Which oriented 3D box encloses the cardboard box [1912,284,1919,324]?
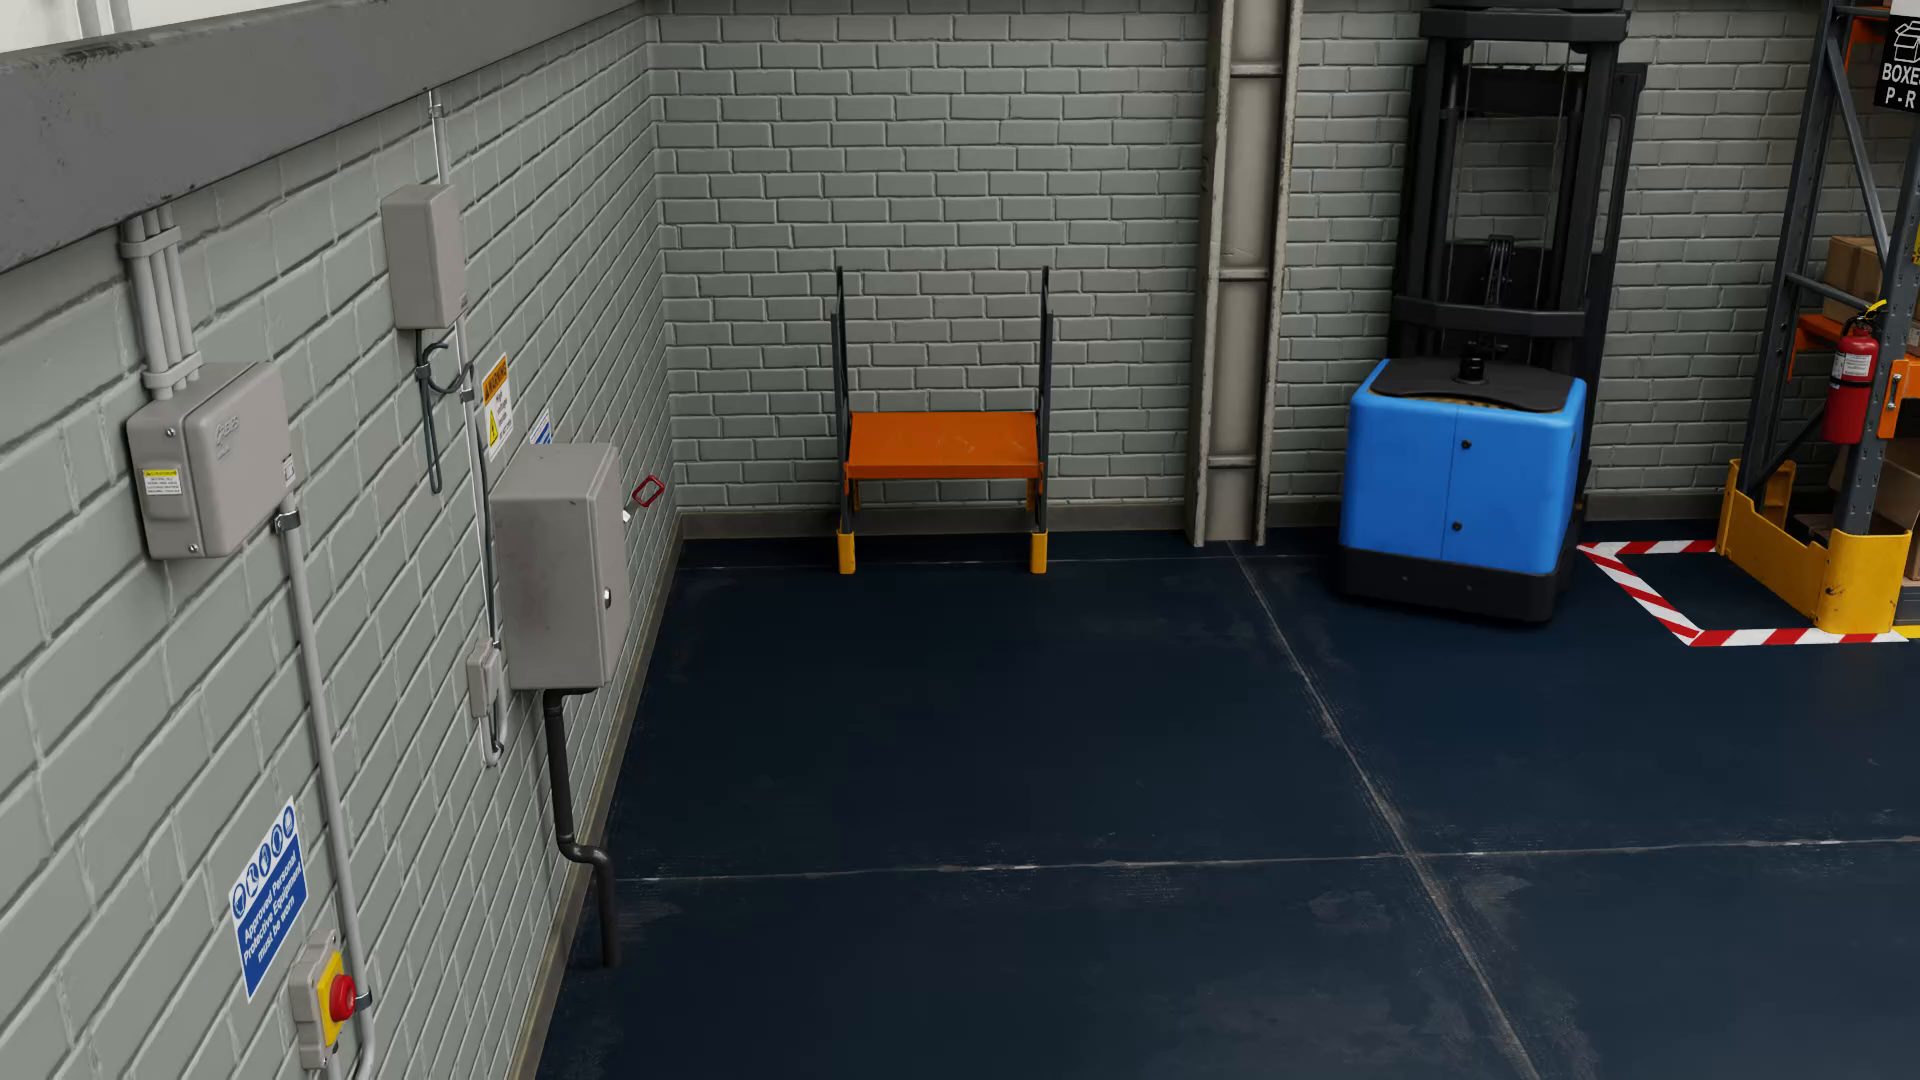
[{"bbox_3d":[4.667,-1.141,7.695,0.500,0.250,0.500,-1,21,-3],"label":"cardboard box"}]

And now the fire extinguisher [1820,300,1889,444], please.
[{"bbox_3d":[4.078,-0.781,7.589,0.183,0.674,0.296,-1,21,-3],"label":"fire extinguisher"}]

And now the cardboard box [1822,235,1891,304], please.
[{"bbox_3d":[4.643,-1.331,8.194,0.500,0.250,0.500,-1,21,-1],"label":"cardboard box"}]

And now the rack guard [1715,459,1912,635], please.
[{"bbox_3d":[4.275,0.008,8.397,0.348,0.500,1.175,-1,21,-3],"label":"rack guard"}]

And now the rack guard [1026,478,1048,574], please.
[{"bbox_3d":[0.406,-0.099,8.819,0.087,0.250,0.587,0,36,0],"label":"rack guard"}]

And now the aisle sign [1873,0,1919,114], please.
[{"bbox_3d":[4.147,-2.268,7.208,0.004,0.787,0.394,-1,21,-3],"label":"aisle sign"}]

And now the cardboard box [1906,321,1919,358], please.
[{"bbox_3d":[4.543,-0.950,7.754,0.250,0.149,0.380,-1,21,-3],"label":"cardboard box"}]

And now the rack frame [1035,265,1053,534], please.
[{"bbox_3d":[0.424,-0.604,8.451,0.032,1.500,0.500,0,36,0],"label":"rack frame"}]

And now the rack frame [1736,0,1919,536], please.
[{"bbox_3d":[4.199,-1.159,7.948,0.127,3.000,1.000,-1,21,-3],"label":"rack frame"}]

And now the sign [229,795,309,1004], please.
[{"bbox_3d":[-1.201,0.620,2.898,0.001,0.218,0.327,-1,21,-3],"label":"sign"}]

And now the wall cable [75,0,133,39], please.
[{"bbox_3d":[-1.177,-1.983,1.683,0.029,3.000,0.463,-1,21,-3],"label":"wall cable"}]

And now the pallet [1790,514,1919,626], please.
[{"bbox_3d":[5.071,0.127,8.492,1.213,0.211,1.003,-1,21,-3],"label":"pallet"}]

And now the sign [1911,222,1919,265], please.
[{"bbox_3d":[4.230,-1.370,7.288,0.005,0.325,0.100,-1,21,-3],"label":"sign"}]

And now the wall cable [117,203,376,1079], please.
[{"bbox_3d":[-1.142,0.238,2.808,0.123,1.953,0.585,-1,21,-3],"label":"wall cable"}]

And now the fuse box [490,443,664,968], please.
[{"bbox_3d":[-1.117,0.580,5.192,0.414,1.711,0.539,-1,21,-3],"label":"fuse box"}]

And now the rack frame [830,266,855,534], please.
[{"bbox_3d":[-0.593,-0.602,8.450,0.032,1.500,0.500,0,36,0],"label":"rack frame"}]

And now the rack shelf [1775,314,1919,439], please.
[{"bbox_3d":[6.196,-0.863,8.183,4.000,0.370,1.077,-1,21,-3],"label":"rack shelf"}]

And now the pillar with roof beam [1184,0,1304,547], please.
[{"bbox_3d":[1.701,-2.698,3.561,0.400,9.000,9.100,-1,21,-3],"label":"pillar with roof beam"}]

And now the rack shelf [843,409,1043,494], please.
[{"bbox_3d":[-0.084,-0.458,8.557,1.000,0.185,0.538,0,36,0],"label":"rack shelf"}]

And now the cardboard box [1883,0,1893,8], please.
[{"bbox_3d":[4.505,-2.532,7.692,0.250,0.149,0.380,-1,21,-2],"label":"cardboard box"}]

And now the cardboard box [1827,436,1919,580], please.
[{"bbox_3d":[4.815,-0.167,8.262,0.637,0.503,0.797,-2,21,-5],"label":"cardboard box"}]

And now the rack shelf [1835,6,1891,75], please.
[{"bbox_3d":[6.196,-2.265,7.649,4.000,0.370,1.077,-1,21,-3],"label":"rack shelf"}]

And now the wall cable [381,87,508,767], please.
[{"bbox_3d":[-1.235,-0.251,4.136,0.122,1.984,0.588,-1,21,-3],"label":"wall cable"}]

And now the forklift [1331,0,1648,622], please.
[{"bbox_3d":[2.919,-1.468,8.858,1.130,2.935,3.031,9,23,22],"label":"forklift"}]

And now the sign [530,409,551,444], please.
[{"bbox_3d":[-1.352,-0.149,5.429,0.001,0.494,0.329,-1,21,-3],"label":"sign"}]

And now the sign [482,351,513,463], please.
[{"bbox_3d":[-1.320,-0.384,4.753,0.001,0.242,0.339,-1,21,-3],"label":"sign"}]

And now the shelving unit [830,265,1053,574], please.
[{"bbox_3d":[-0.093,-0.603,8.451,1.083,1.500,0.587,0,36,0],"label":"shelving unit"}]

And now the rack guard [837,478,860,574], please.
[{"bbox_3d":[-0.590,-0.097,8.818,0.087,0.250,0.587,0,36,0],"label":"rack guard"}]

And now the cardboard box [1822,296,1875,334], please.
[{"bbox_3d":[4.514,-1.143,8.261,0.250,0.149,0.380,-1,21,-4],"label":"cardboard box"}]
